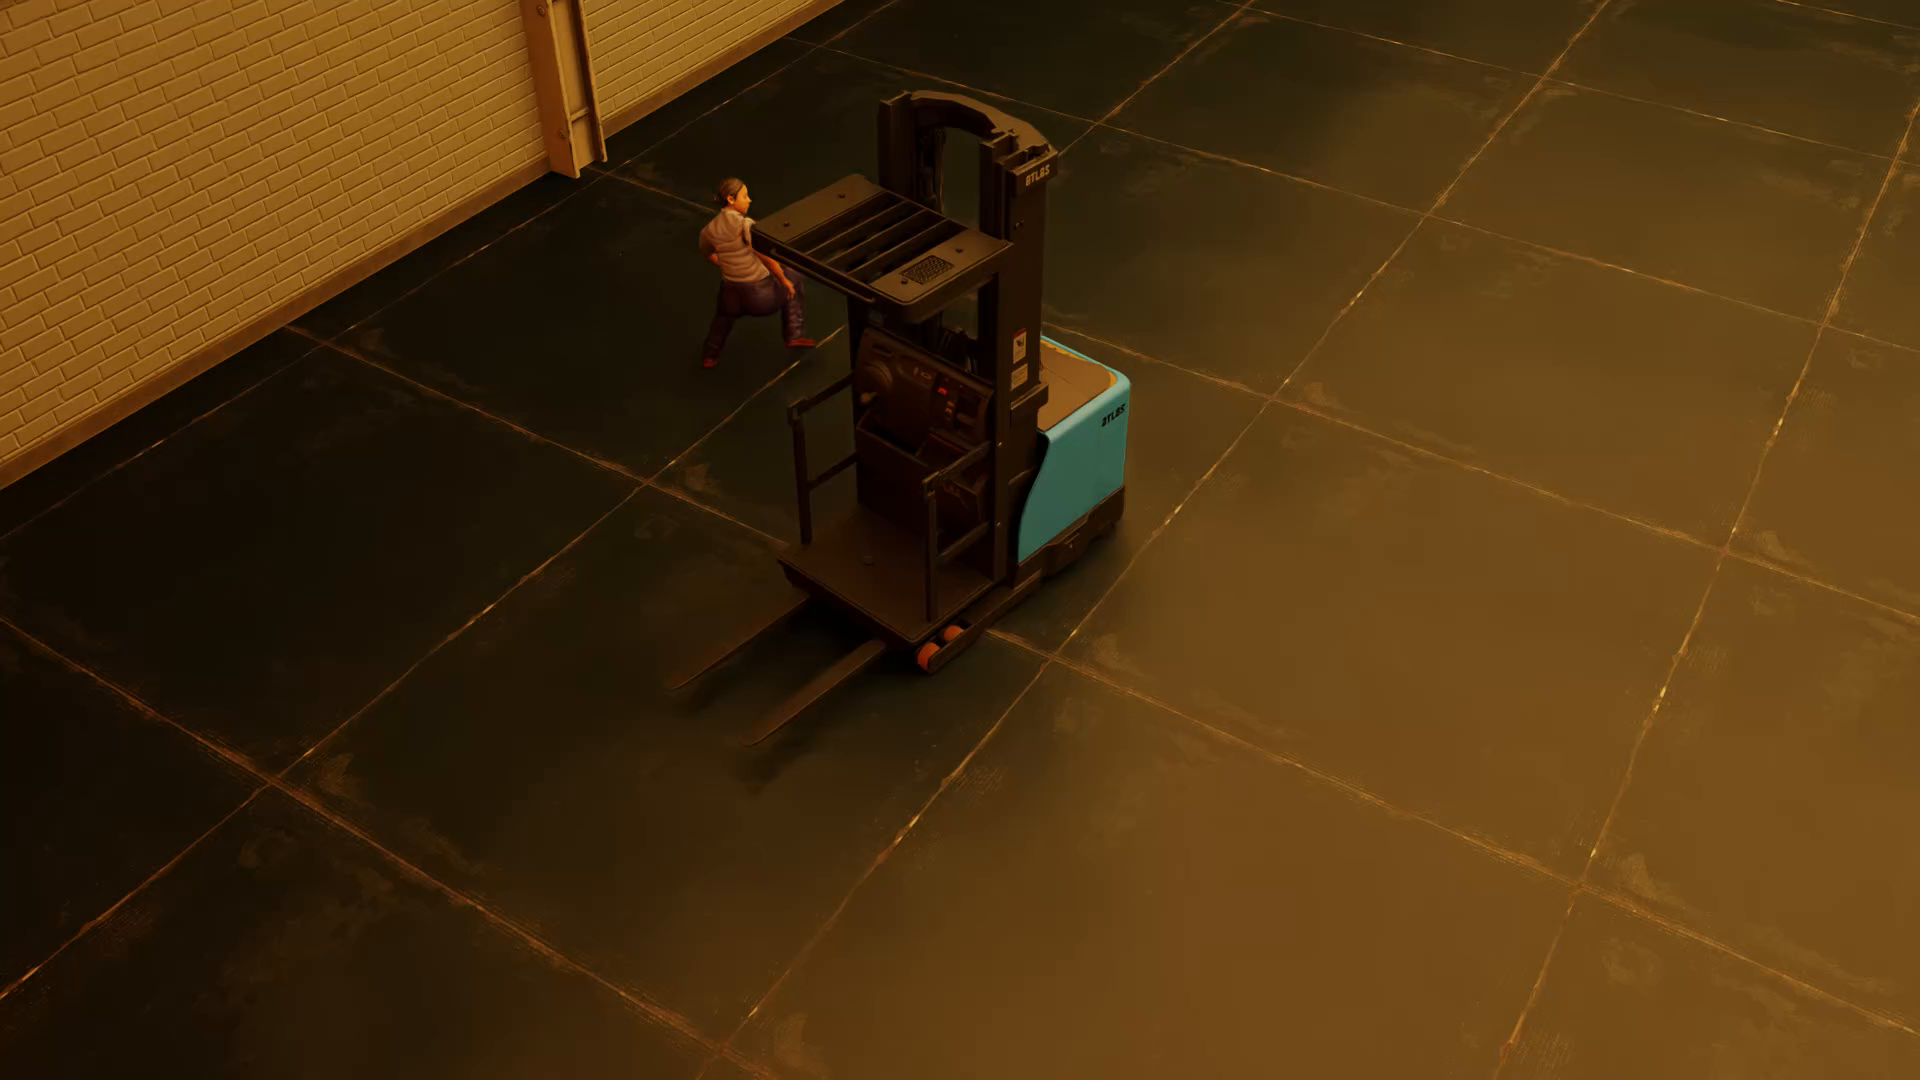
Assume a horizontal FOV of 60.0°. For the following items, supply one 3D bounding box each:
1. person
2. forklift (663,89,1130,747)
[{"bbox_3d":[-1.432,-1.769,11.276,0.771,1.429,0.631,12,42,13],"label":"person"},{"bbox_3d":[-0.346,-0.746,8.848,1.130,2.935,3.031,30,49,31],"label":"forklift"}]
